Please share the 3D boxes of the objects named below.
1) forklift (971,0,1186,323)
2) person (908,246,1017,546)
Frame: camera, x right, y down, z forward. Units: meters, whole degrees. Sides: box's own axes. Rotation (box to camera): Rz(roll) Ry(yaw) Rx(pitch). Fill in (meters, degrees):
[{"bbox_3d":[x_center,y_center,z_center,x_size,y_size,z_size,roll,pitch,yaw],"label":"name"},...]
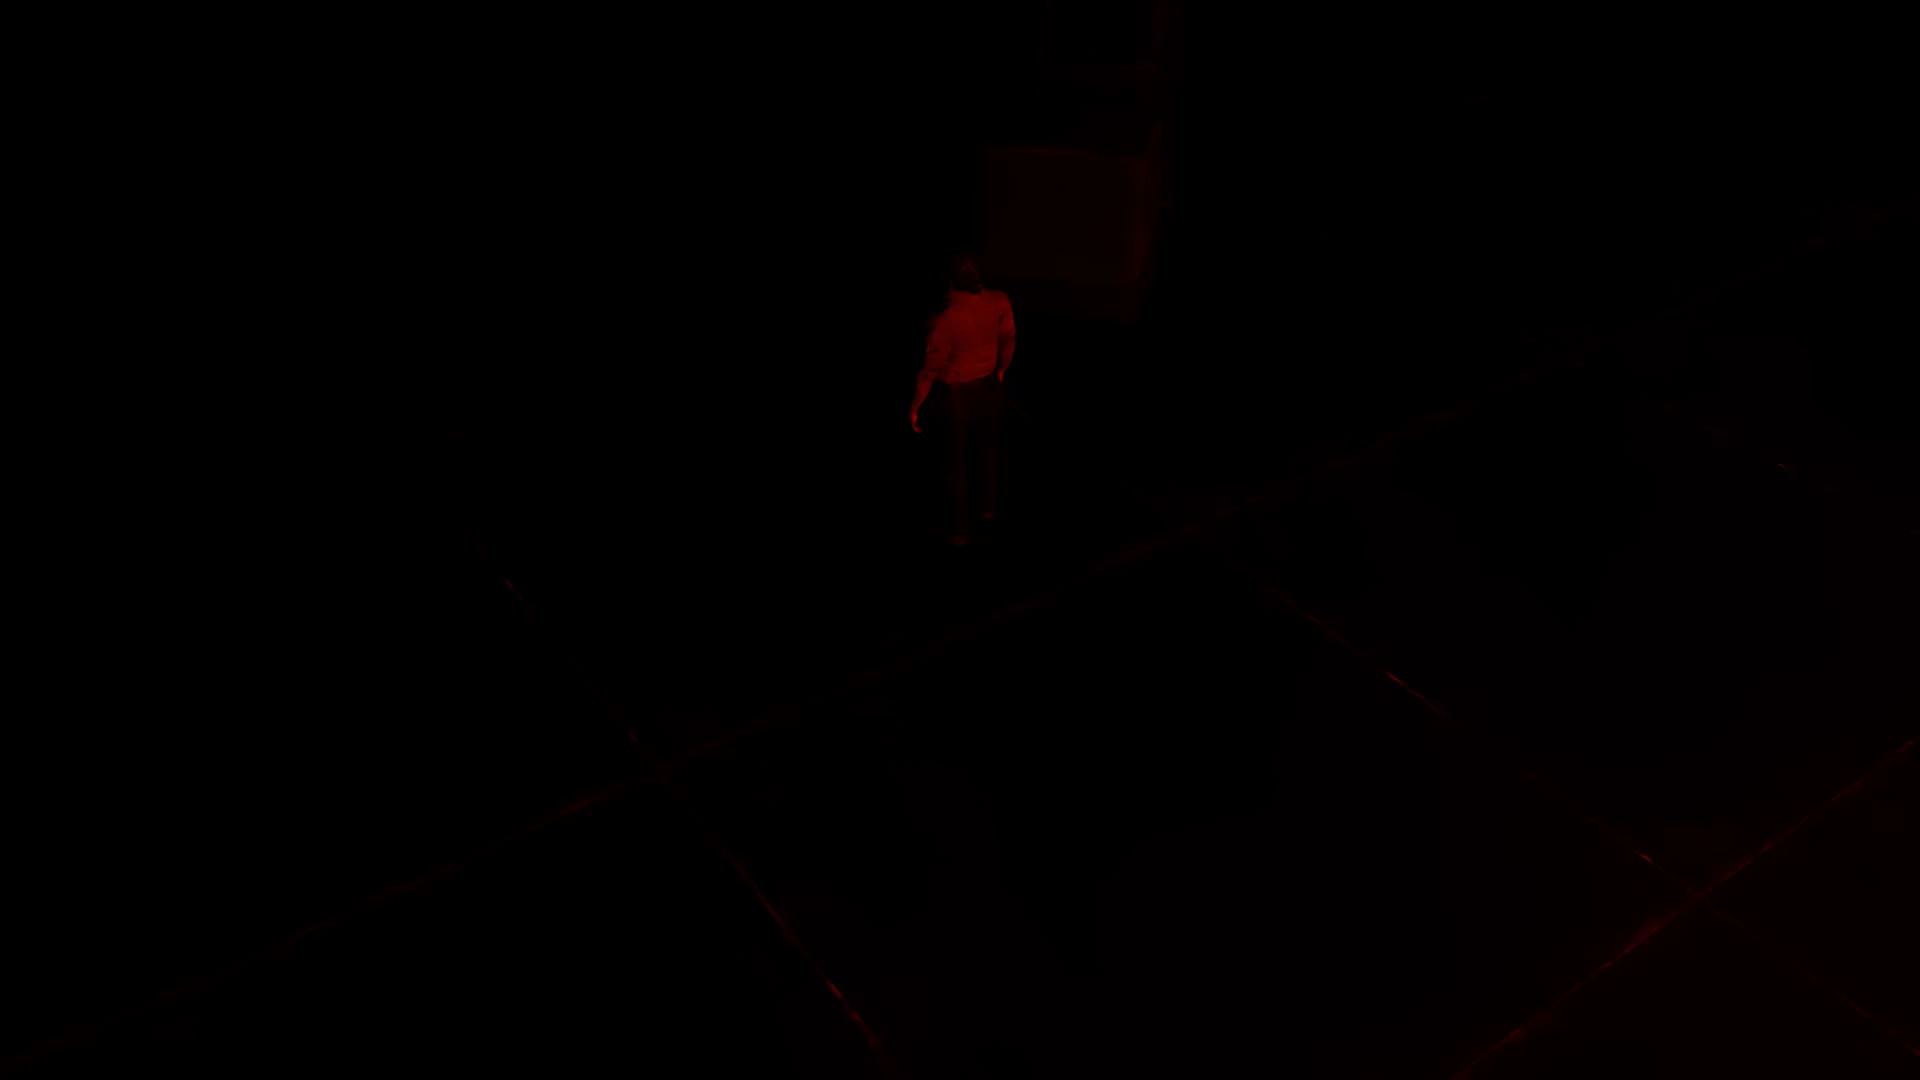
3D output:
[{"bbox_3d":[0.891,-3.366,10.497,1.130,2.935,3.031,8,37,11],"label":"forklift"},{"bbox_3d":[-0.034,-0.719,7.985,0.599,1.650,0.502,-23,42,-28],"label":"person"}]
